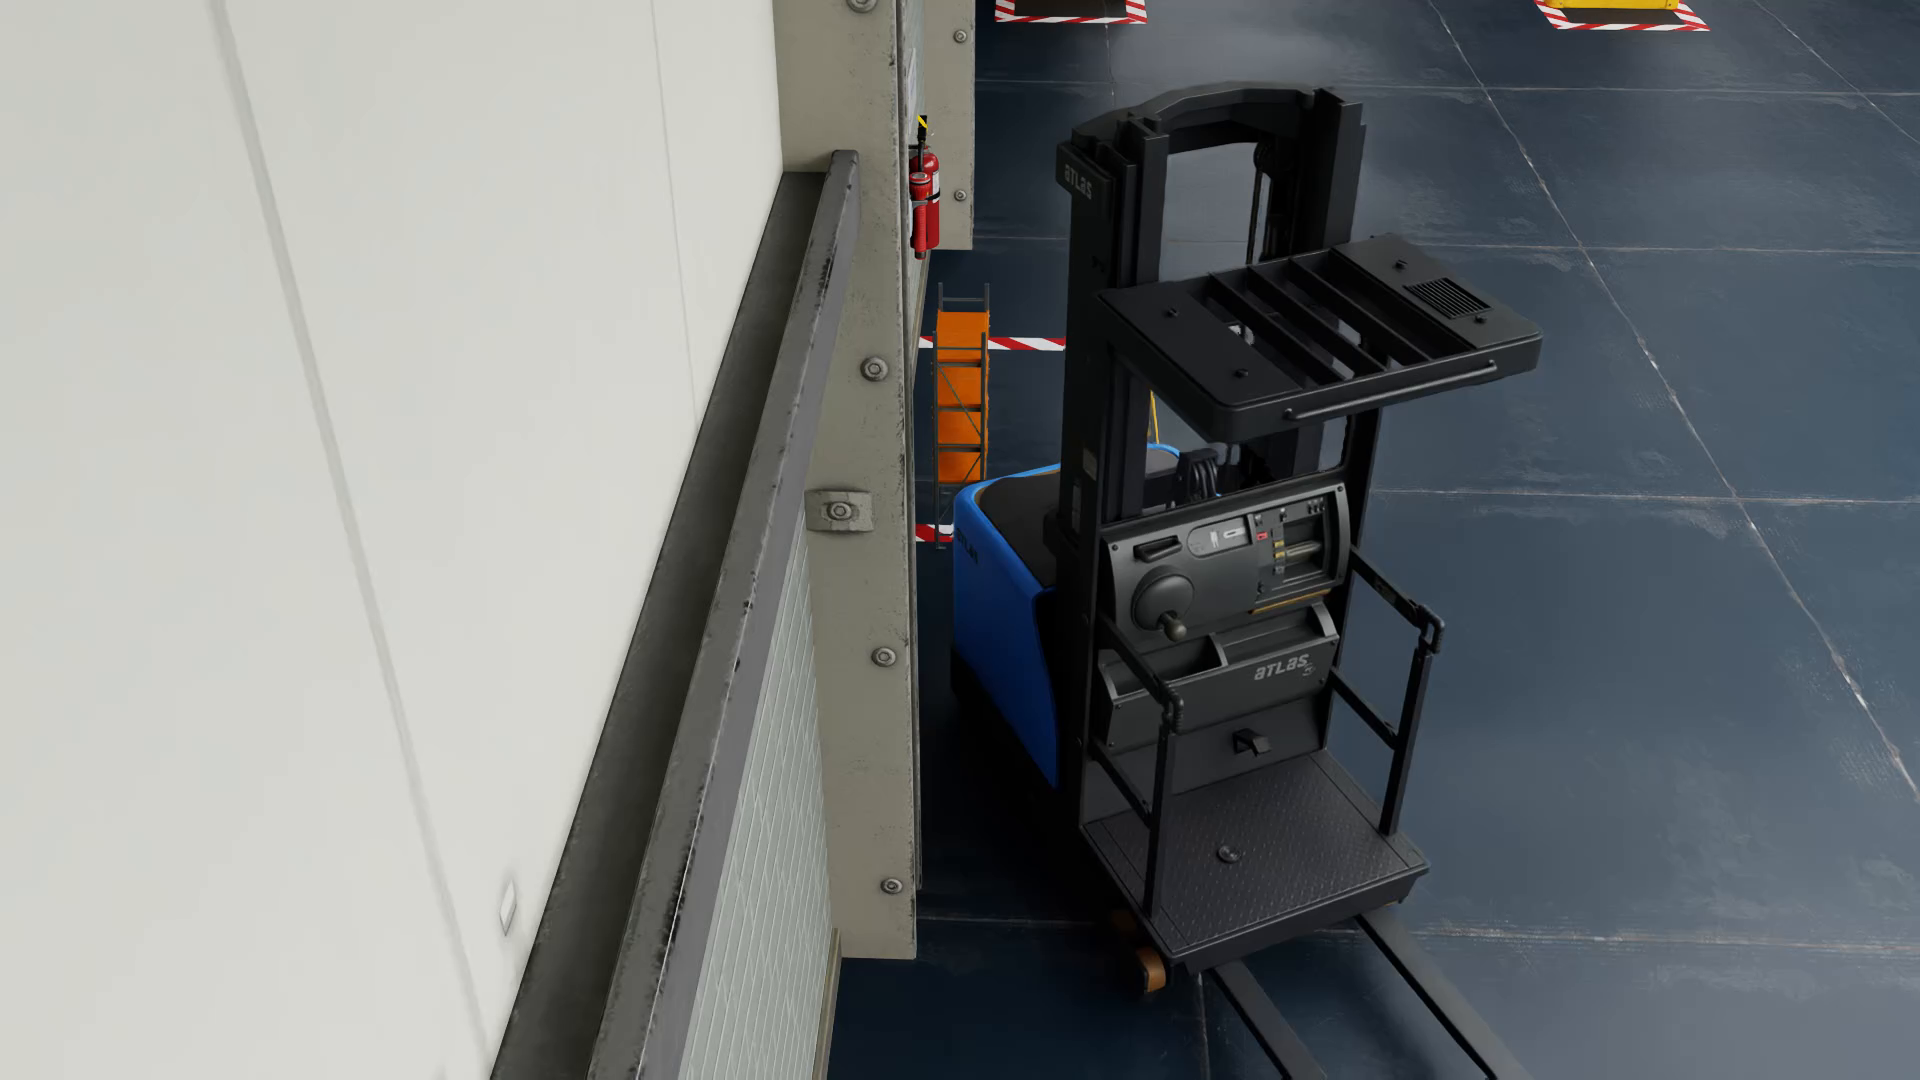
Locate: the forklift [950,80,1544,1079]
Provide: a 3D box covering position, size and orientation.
[{"bbox_3d":[1.011,0.134,5.510,1.130,2.935,3.031,-14,37,-19],"label":"forklift"}]

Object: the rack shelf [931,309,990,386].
[{"bbox_3d":[0.007,-0.907,7.814,0.258,0.148,0.480,1,35,2],"label":"rack shelf"}]

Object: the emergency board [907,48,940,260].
[{"bbox_3d":[-0.205,-1.842,8.263,0.194,1.169,0.643,1,35,2],"label":"emergency board"}]

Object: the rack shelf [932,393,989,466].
[{"bbox_3d":[0.007,-0.531,8.079,0.258,0.148,0.480,1,35,2],"label":"rack shelf"}]

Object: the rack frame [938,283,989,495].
[{"bbox_3d":[0.016,-0.726,8.240,0.240,1.200,0.015,1,35,2],"label":"rack frame"}]

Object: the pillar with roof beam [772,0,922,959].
[{"bbox_3d":[3.993,-2.169,3.510,9.100,9.000,0.400,1,35,2],"label":"pillar with roof beam"}]

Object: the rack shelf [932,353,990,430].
[{"bbox_3d":[0.007,-0.714,7.950,0.258,0.148,0.480,1,35,2],"label":"rack shelf"}]

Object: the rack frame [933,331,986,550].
[{"bbox_3d":[-0.003,-0.446,7.841,0.240,1.200,0.015,1,35,2],"label":"rack frame"}]

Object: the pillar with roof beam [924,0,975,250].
[{"bbox_3d":[4.234,-5.616,8.415,9.100,9.000,0.400,1,35,2],"label":"pillar with roof beam"}]

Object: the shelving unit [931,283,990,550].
[{"bbox_3d":[0.007,-0.586,8.040,0.258,1.200,0.503,1,35,2],"label":"shelving unit"}]

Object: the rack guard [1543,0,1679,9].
[{"bbox_3d":[5.959,-5.138,15.125,1.175,0.500,0.348,1,35,2],"label":"rack guard"}]

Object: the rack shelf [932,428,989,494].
[{"bbox_3d":[0.007,-0.368,8.193,0.258,0.148,0.480,1,35,2],"label":"rack shelf"}]
